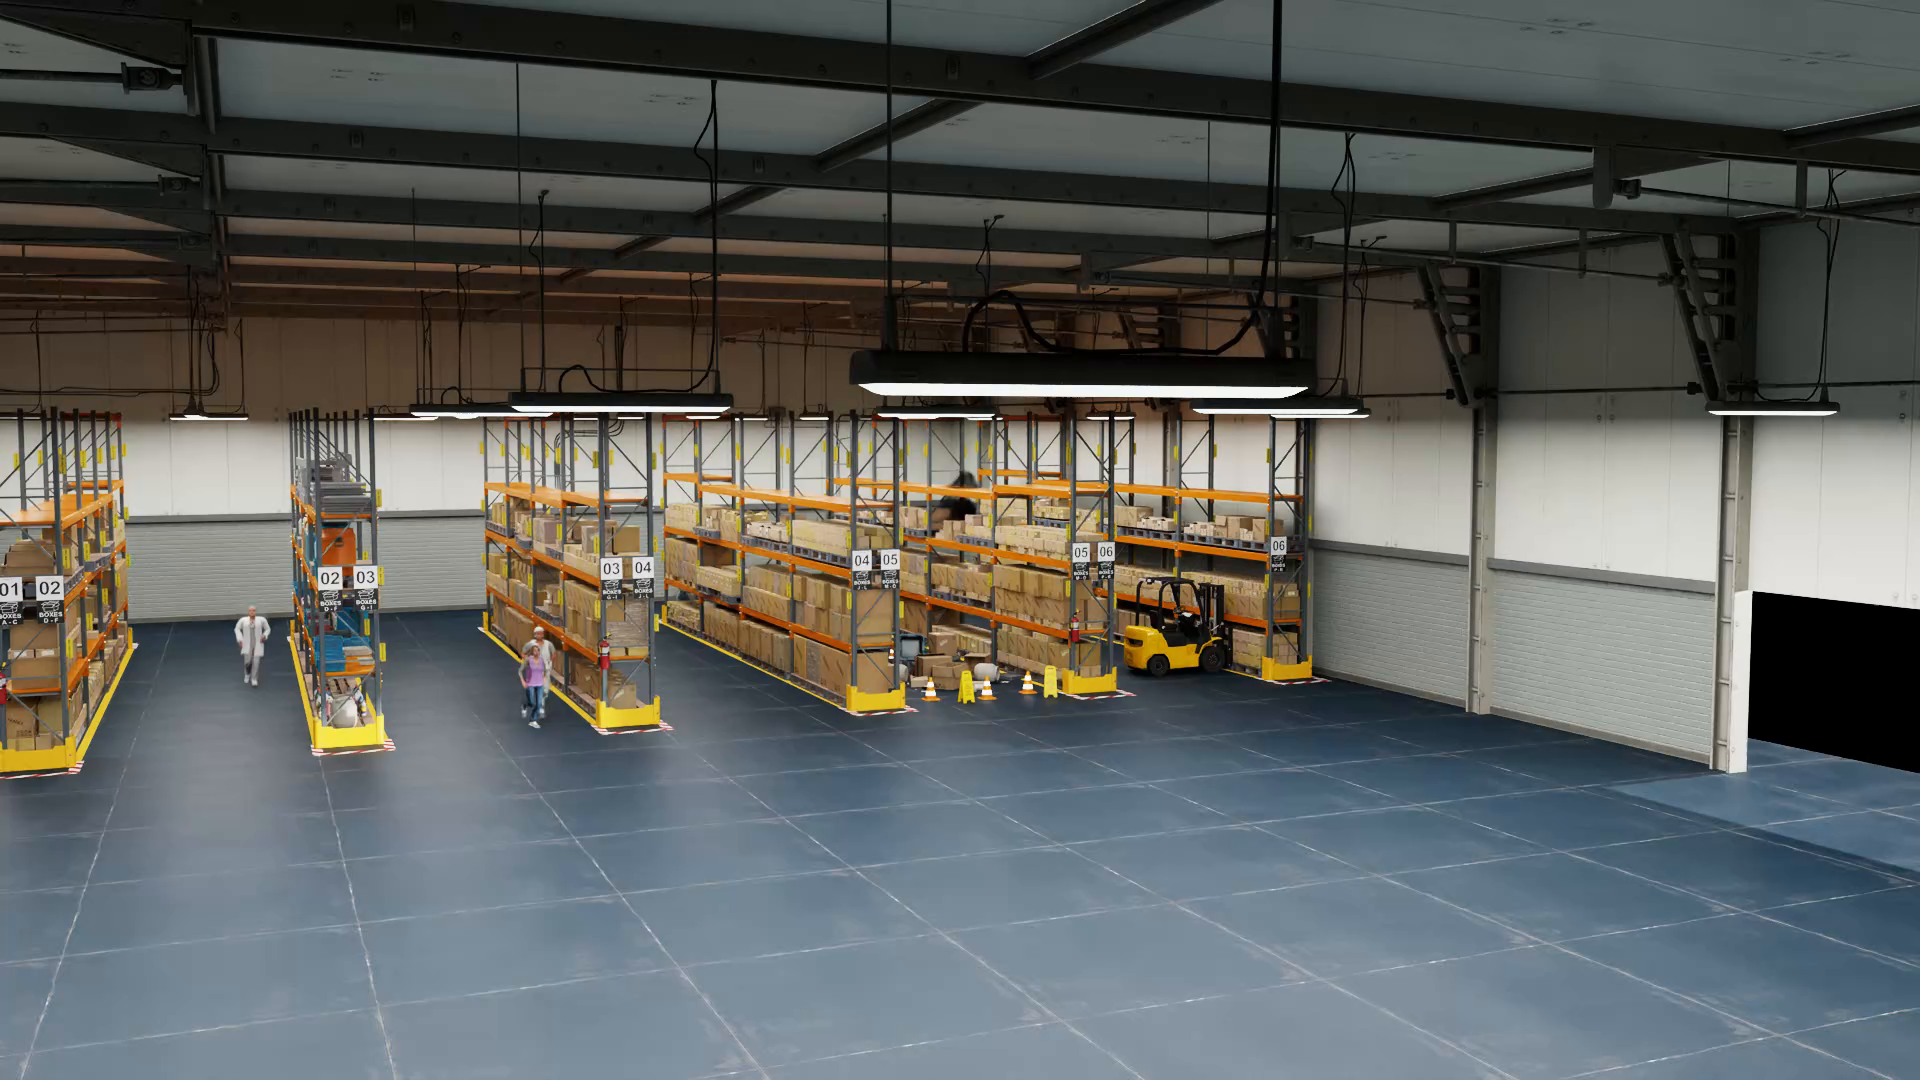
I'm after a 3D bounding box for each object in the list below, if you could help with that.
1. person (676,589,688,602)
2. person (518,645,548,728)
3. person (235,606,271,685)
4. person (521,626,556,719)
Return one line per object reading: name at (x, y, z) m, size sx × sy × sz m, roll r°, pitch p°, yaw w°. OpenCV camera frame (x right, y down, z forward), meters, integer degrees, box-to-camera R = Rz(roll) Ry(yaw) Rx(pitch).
person at (-8.180, 1.418, 49.039) m, size 0.661 × 1.783 × 0.676 m, roll -2°, pitch 5°, yaw -31°
person at (-8.052, 2.761, 31.429) m, size 0.547 × 1.555 × 0.565 m, roll -3°, pitch 5°, yaw -32°
person at (-15.434, 2.314, 36.324) m, size 0.722 × 1.734 × 0.628 m, roll -2°, pitch 4°, yaw -24°
person at (-8.201, 2.560, 32.431) m, size 0.666 × 1.770 × 0.827 m, roll -2°, pitch 4°, yaw -24°
